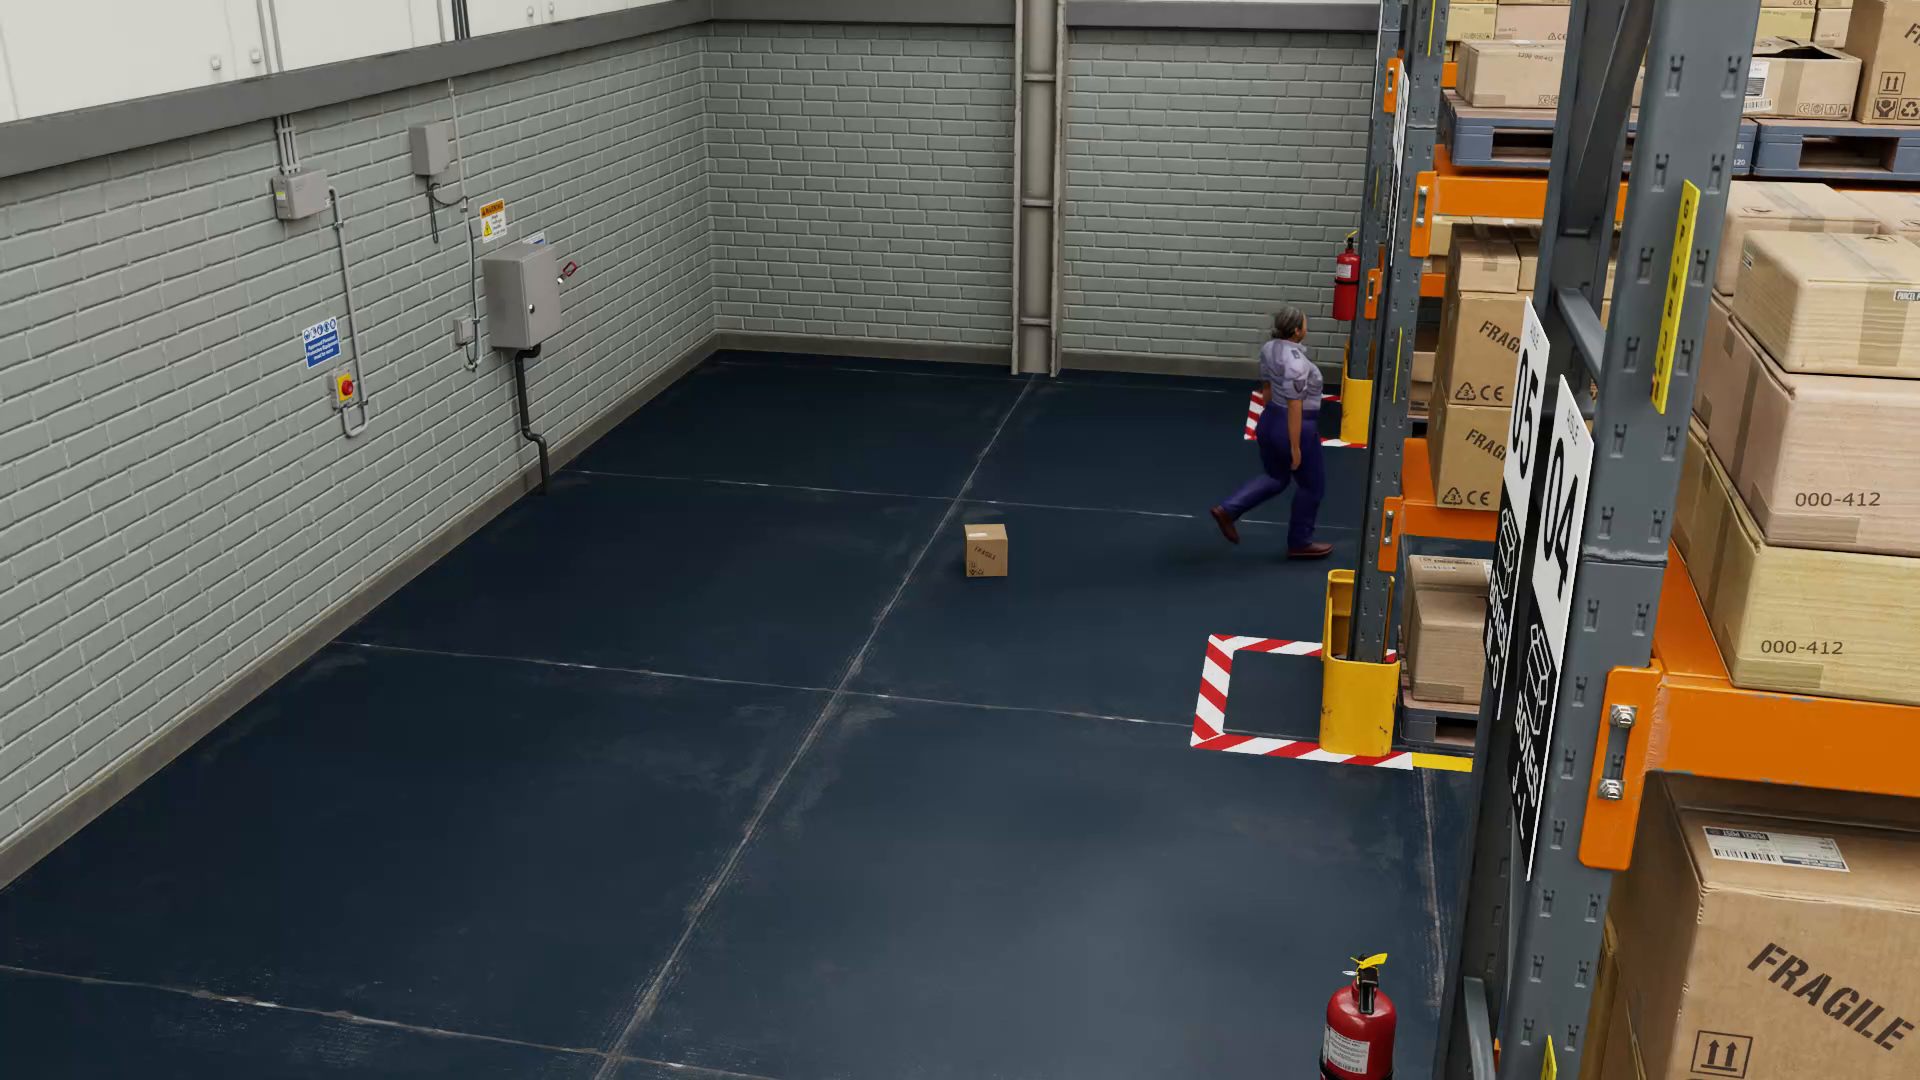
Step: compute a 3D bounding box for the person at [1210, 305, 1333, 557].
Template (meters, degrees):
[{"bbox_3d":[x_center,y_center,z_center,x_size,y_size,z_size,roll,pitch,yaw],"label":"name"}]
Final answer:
[{"bbox_3d":[1.976,-0.667,10.252,0.752,1.608,0.488,-7,23,-16],"label":"person"}]
